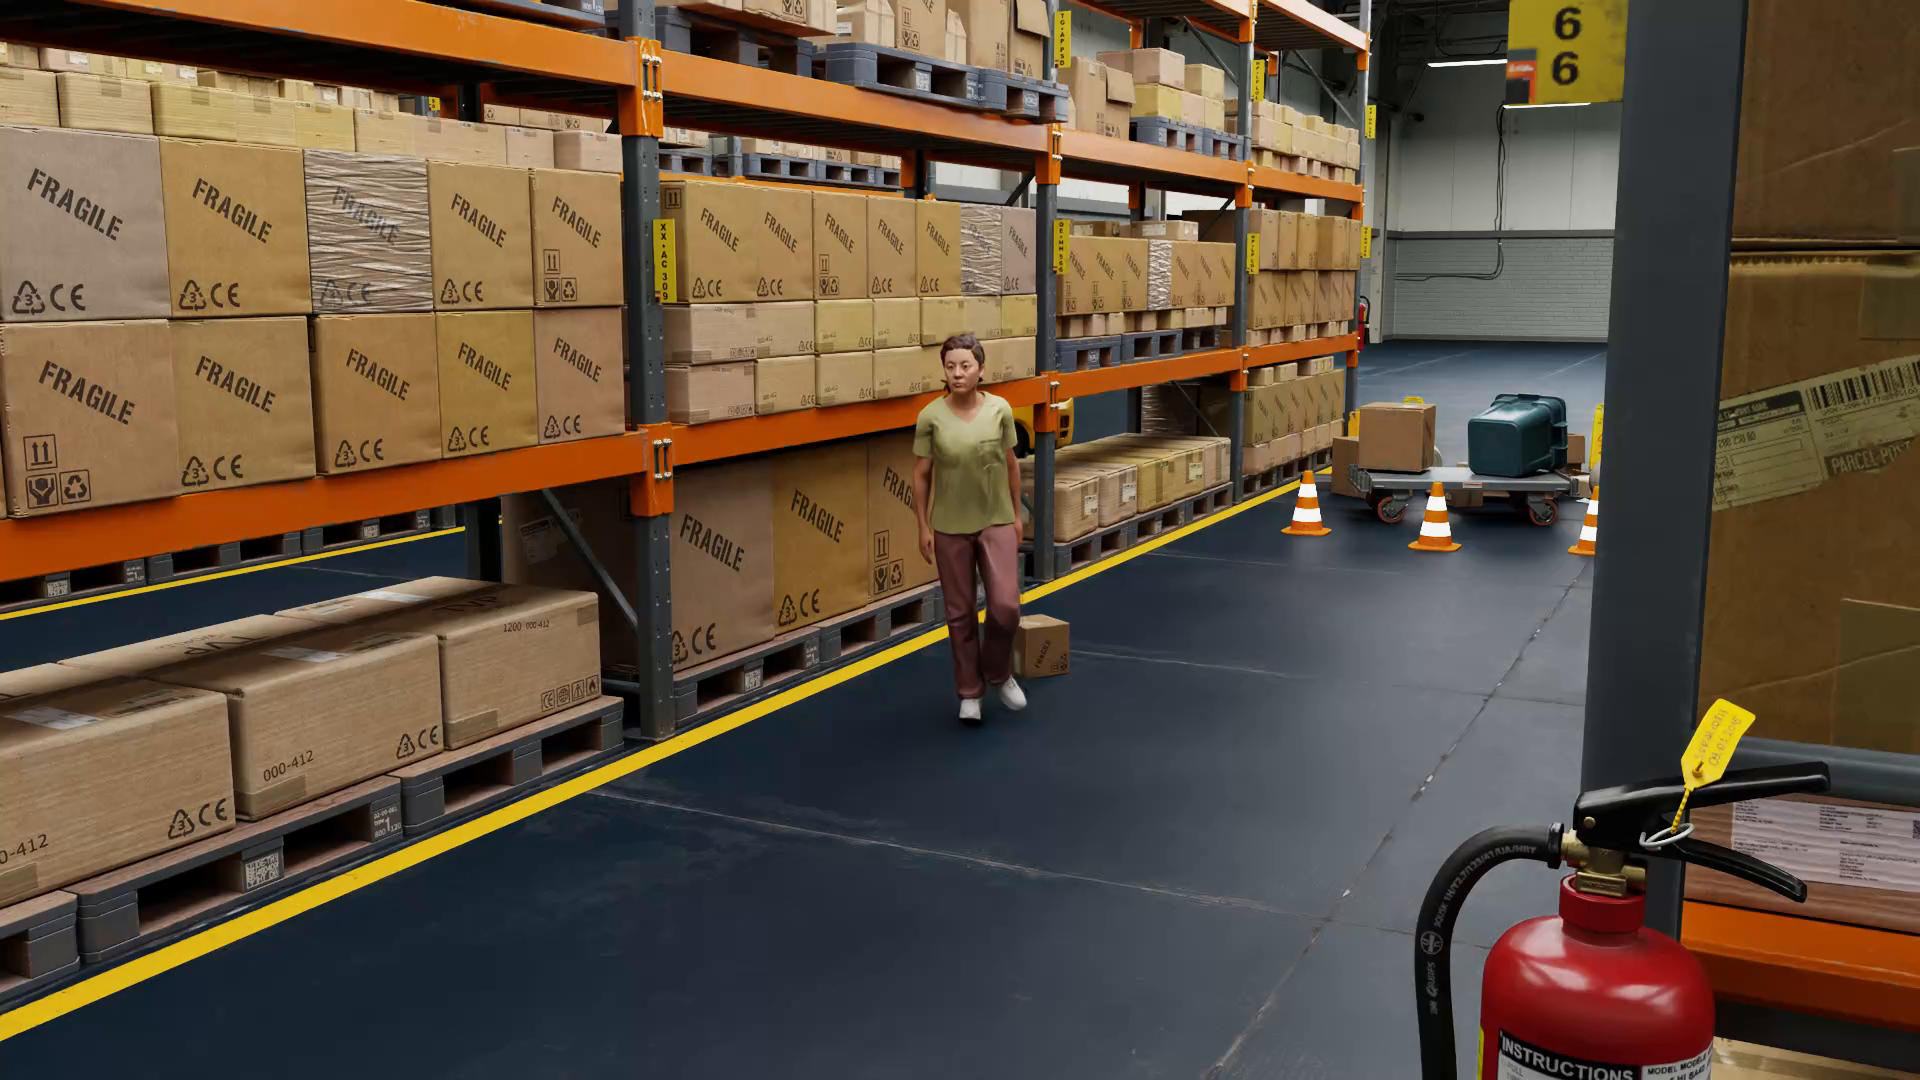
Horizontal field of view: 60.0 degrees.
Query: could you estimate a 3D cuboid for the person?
[{"bbox_3d":[0.044,-0.042,7.052,0.495,1.655,0.470,0,9,0],"label":"person"}]
